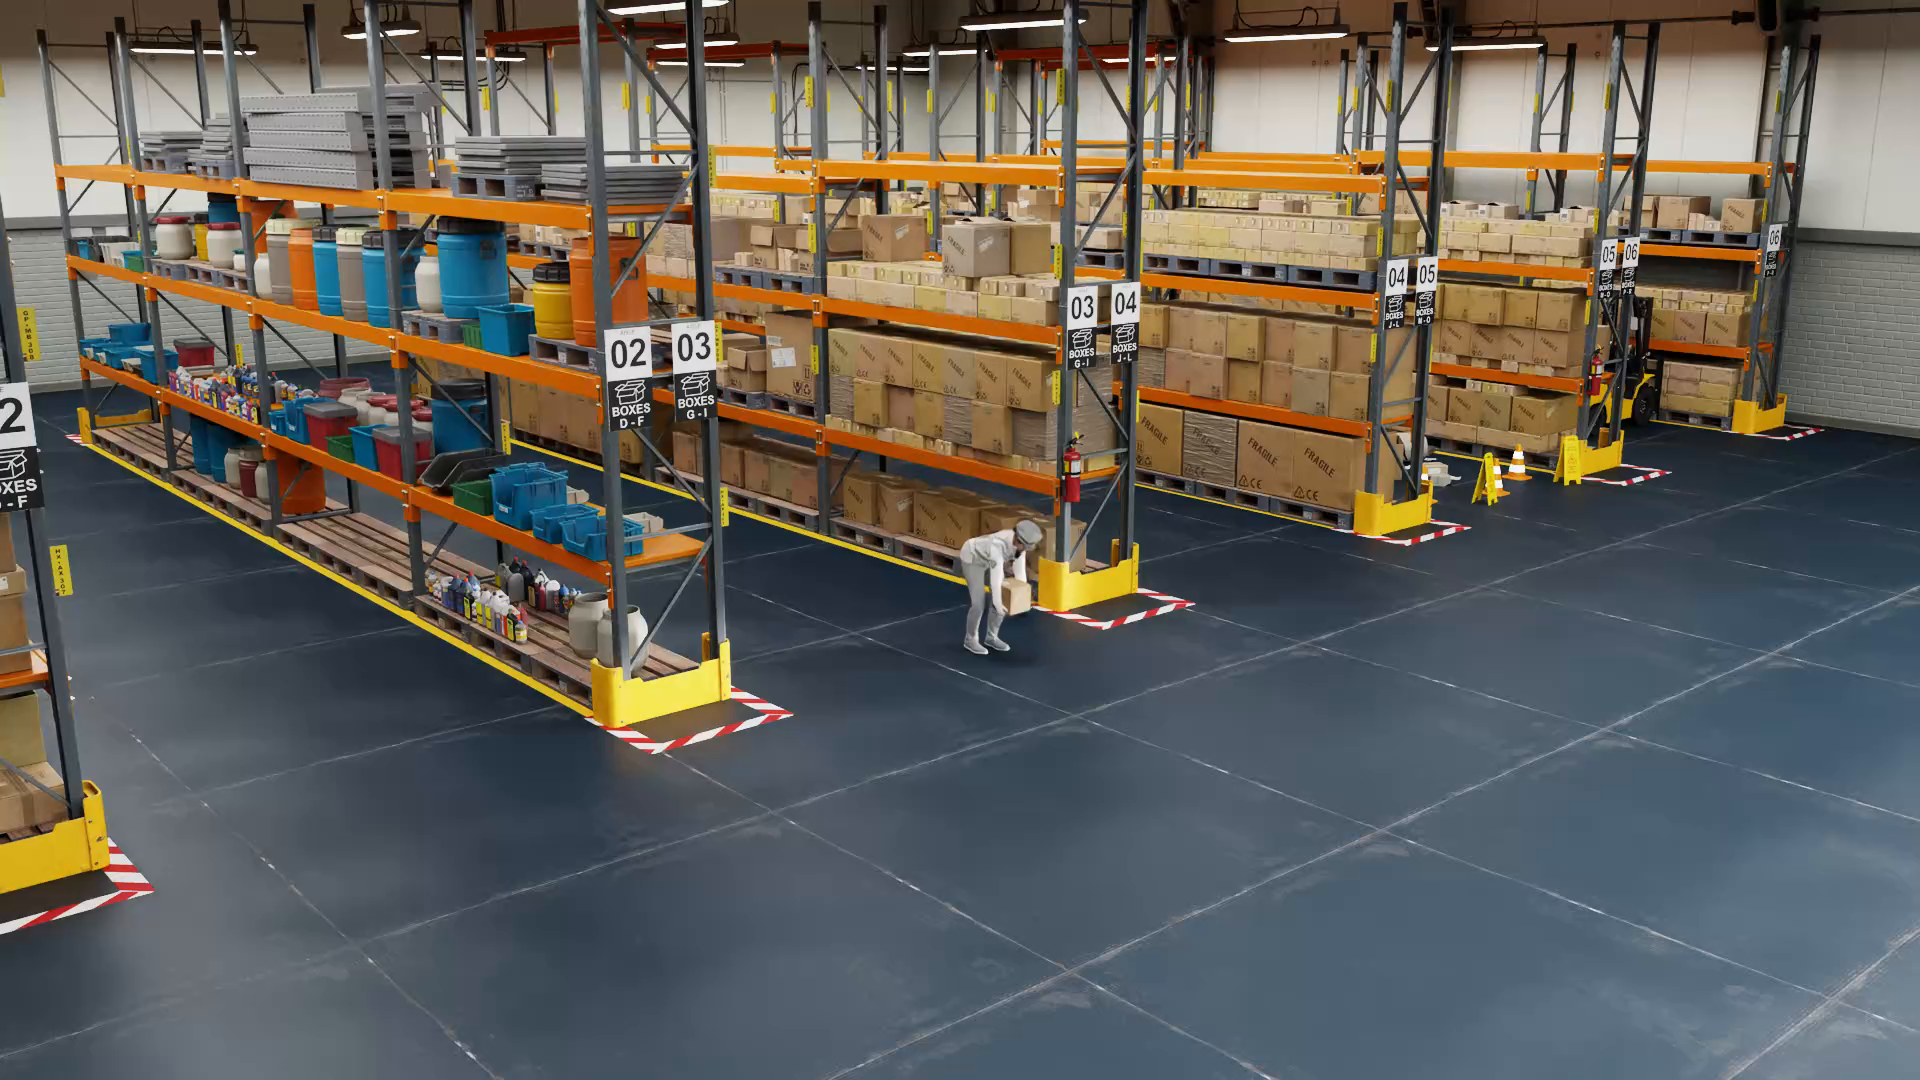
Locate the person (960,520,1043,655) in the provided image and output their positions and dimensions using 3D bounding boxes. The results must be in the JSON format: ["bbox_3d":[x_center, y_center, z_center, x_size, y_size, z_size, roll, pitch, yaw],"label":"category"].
[{"bbox_3d":[0.382,0.418,15.096,0.409,1.306,0.886,-13,19,-41],"label":"person"}]
